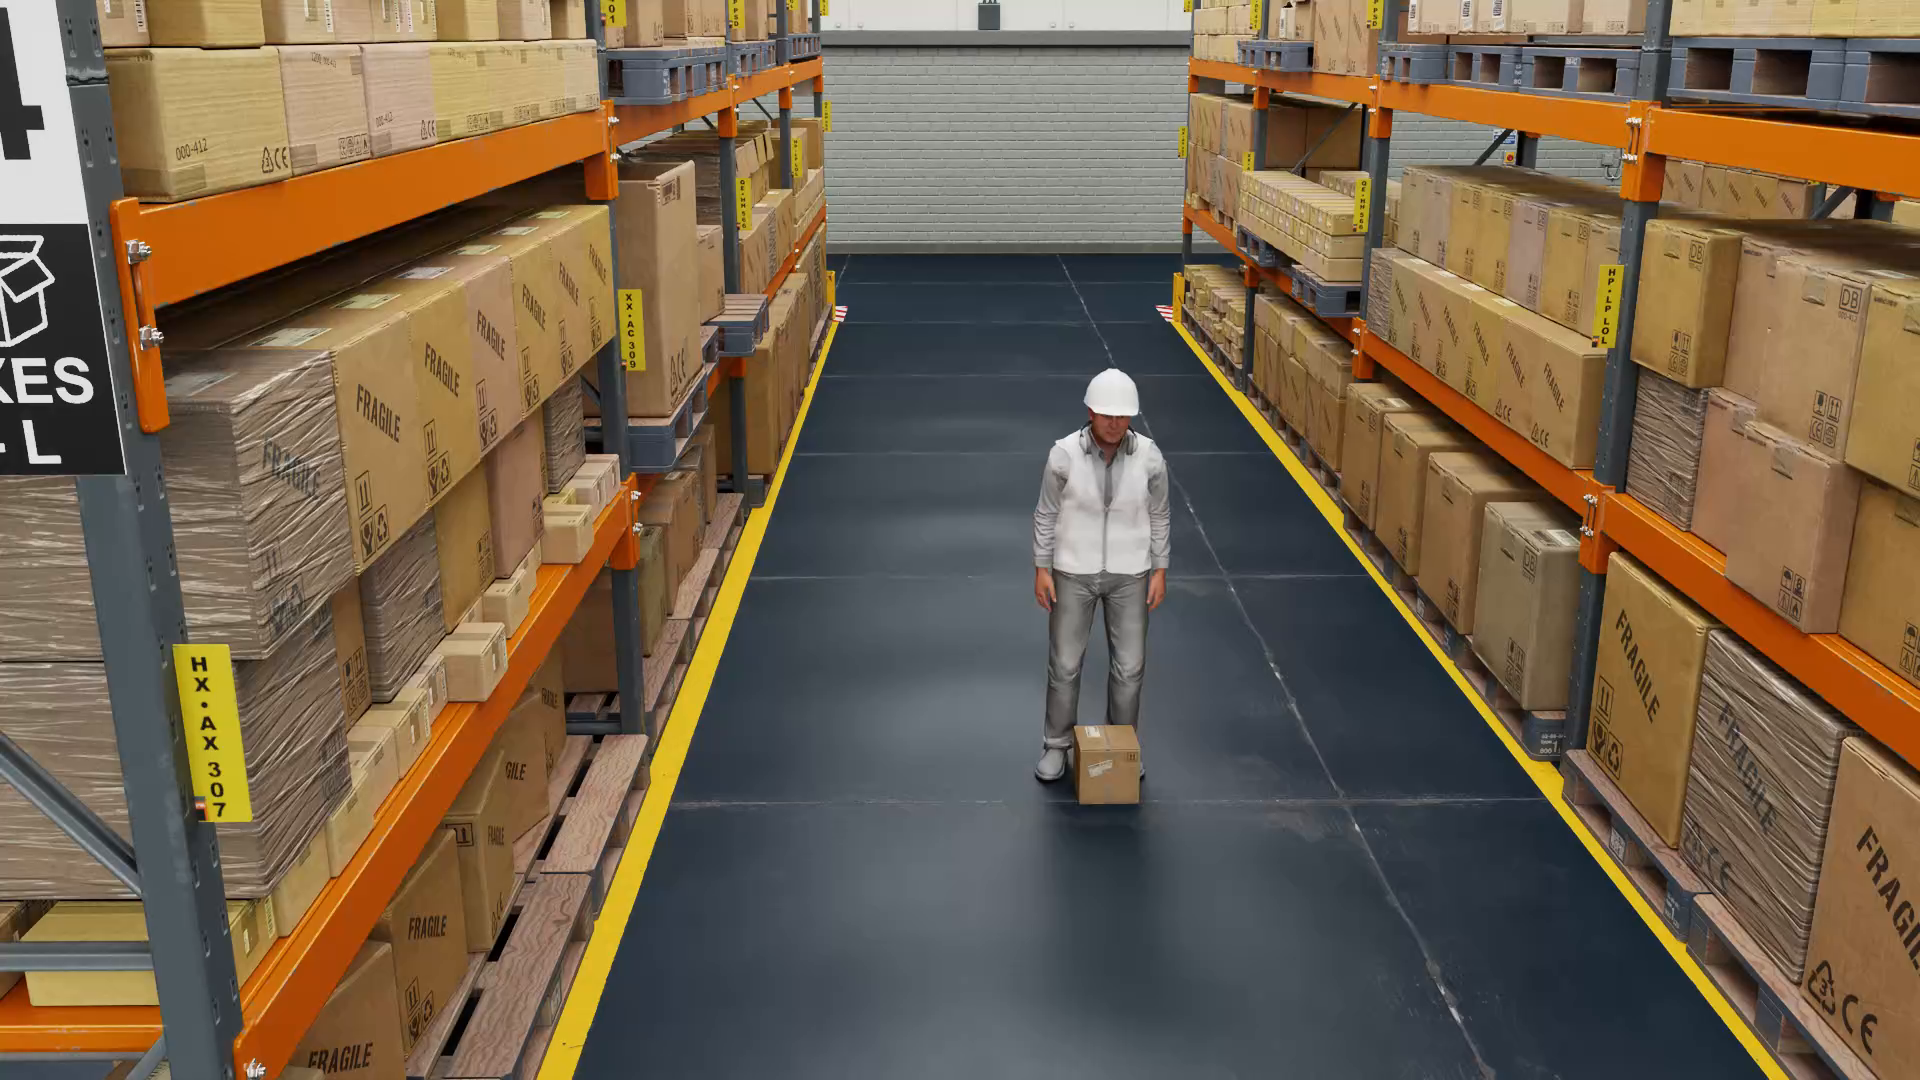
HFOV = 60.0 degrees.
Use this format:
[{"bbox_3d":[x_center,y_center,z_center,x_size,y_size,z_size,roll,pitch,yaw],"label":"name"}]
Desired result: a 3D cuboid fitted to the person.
[{"bbox_3d":[0.597,0.142,7.035,0.579,1.770,0.464,0,17,-1],"label":"person"}]
